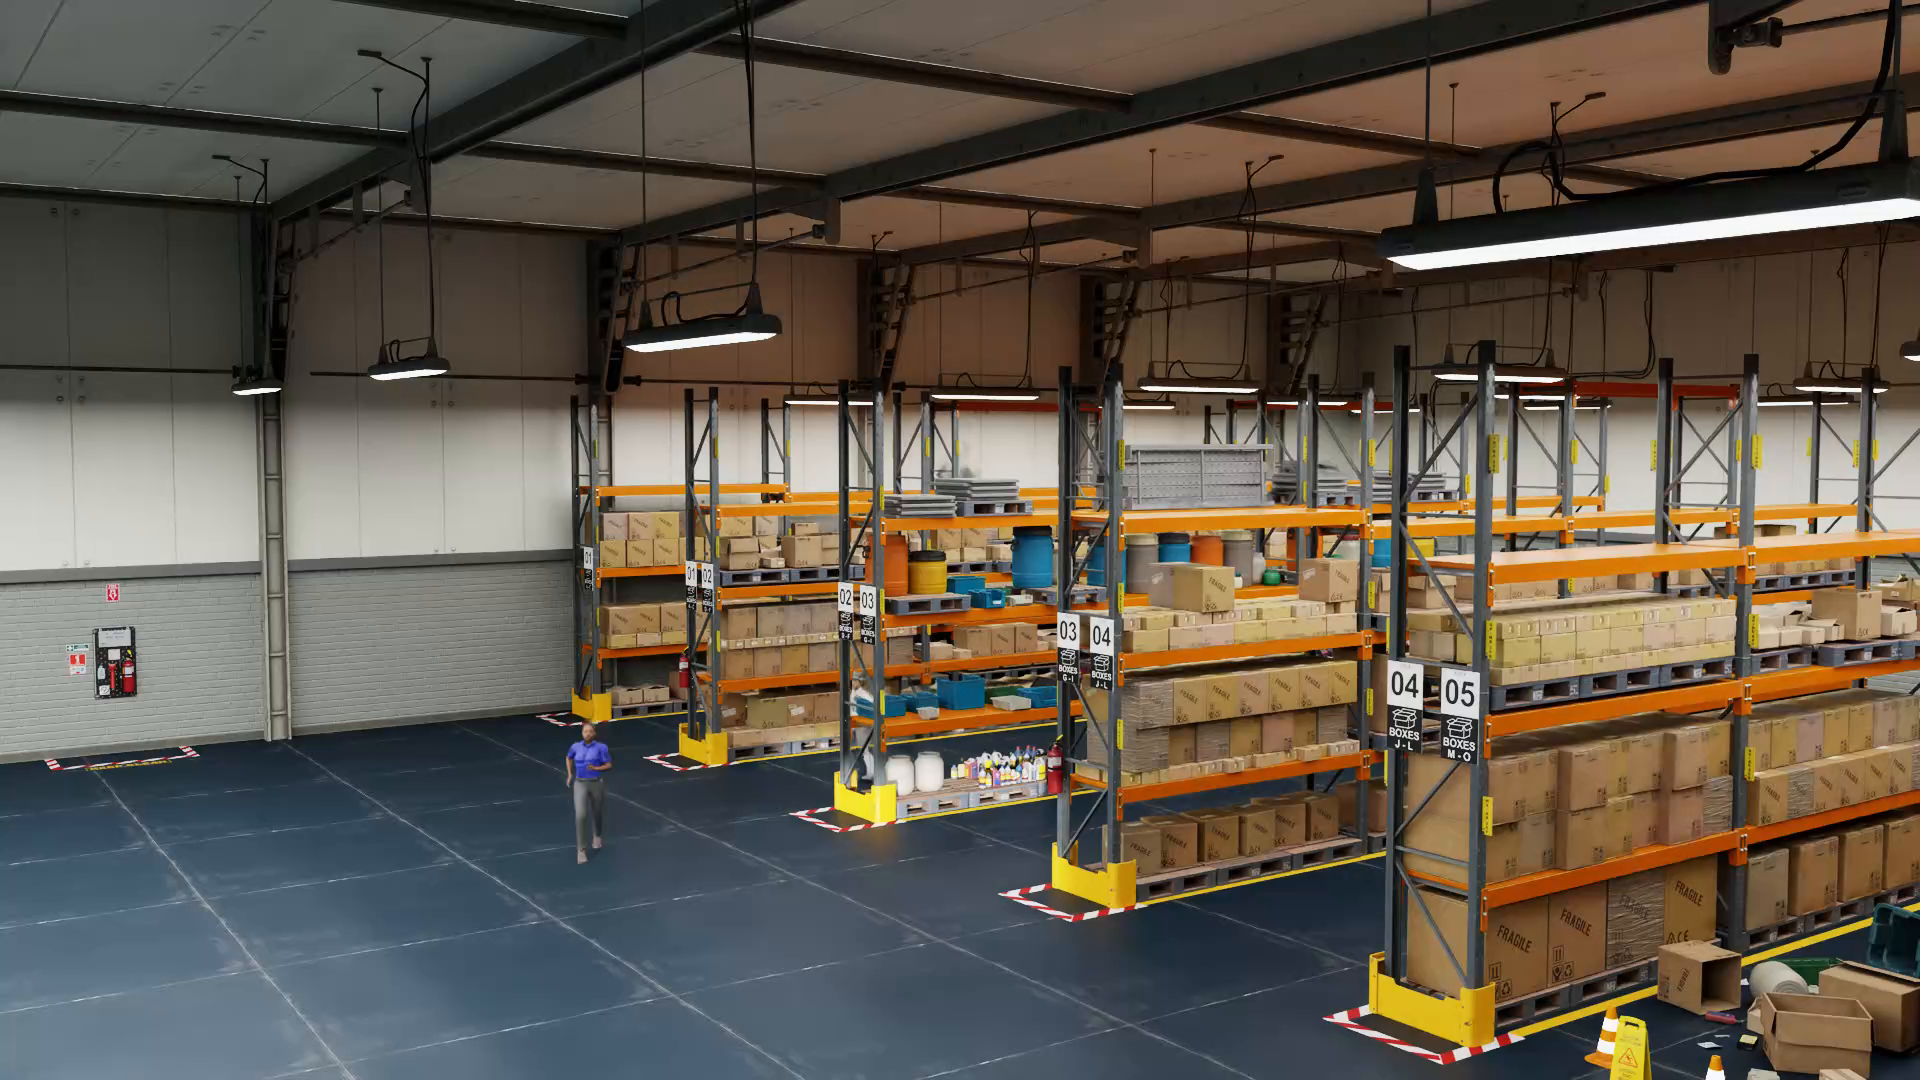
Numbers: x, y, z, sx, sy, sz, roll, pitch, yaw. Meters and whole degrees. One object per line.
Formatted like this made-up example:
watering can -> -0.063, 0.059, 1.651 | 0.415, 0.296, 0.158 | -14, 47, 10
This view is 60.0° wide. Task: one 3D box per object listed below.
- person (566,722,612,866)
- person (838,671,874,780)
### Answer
person -> -4.585, 3.083, 20.547 | 0.562, 1.680, 0.867 | -1, 3, -10
person -> -1.549, 2.824, 24.943 | 0.580, 1.736, 0.710 | 3, 5, 41
